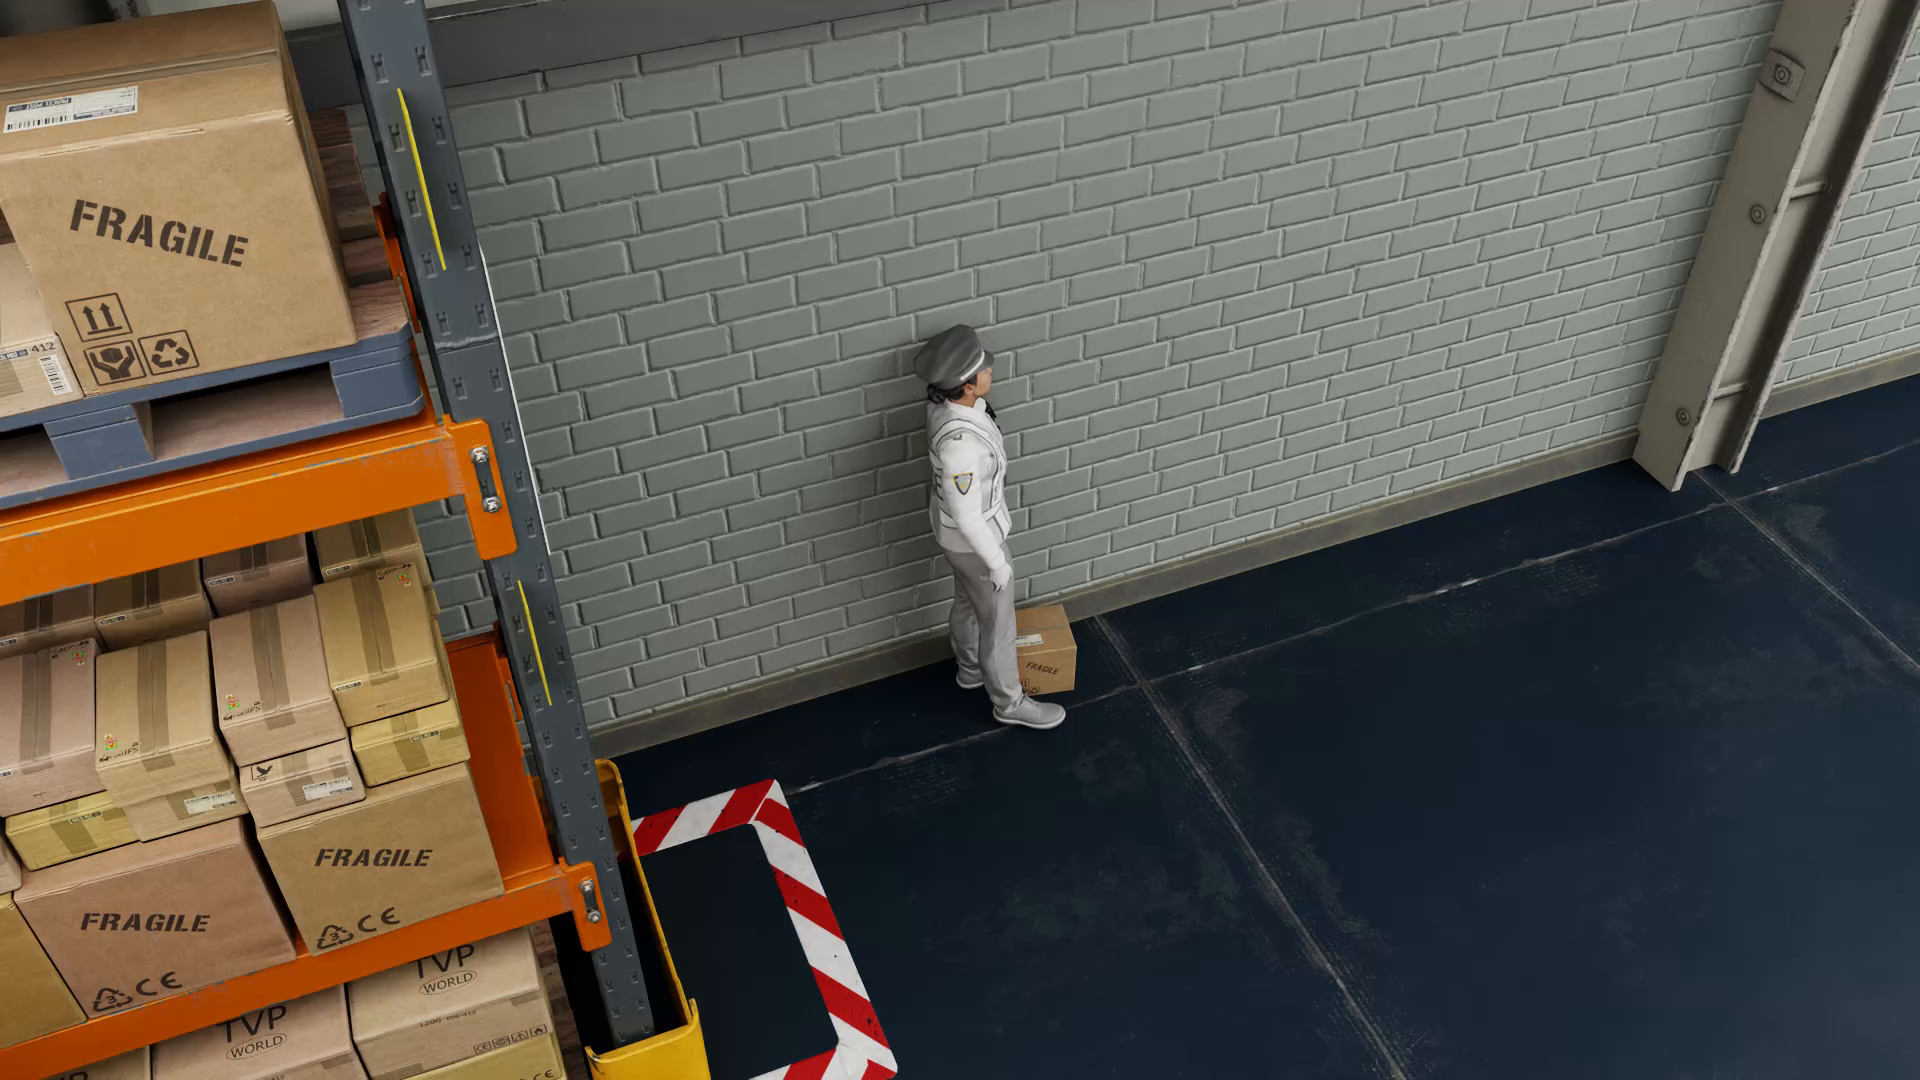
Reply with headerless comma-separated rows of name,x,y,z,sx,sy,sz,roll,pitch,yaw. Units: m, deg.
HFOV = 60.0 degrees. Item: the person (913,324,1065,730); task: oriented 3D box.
person,0.115,-0.053,6.180,0.534,1.697,0.588,-6,42,-7
